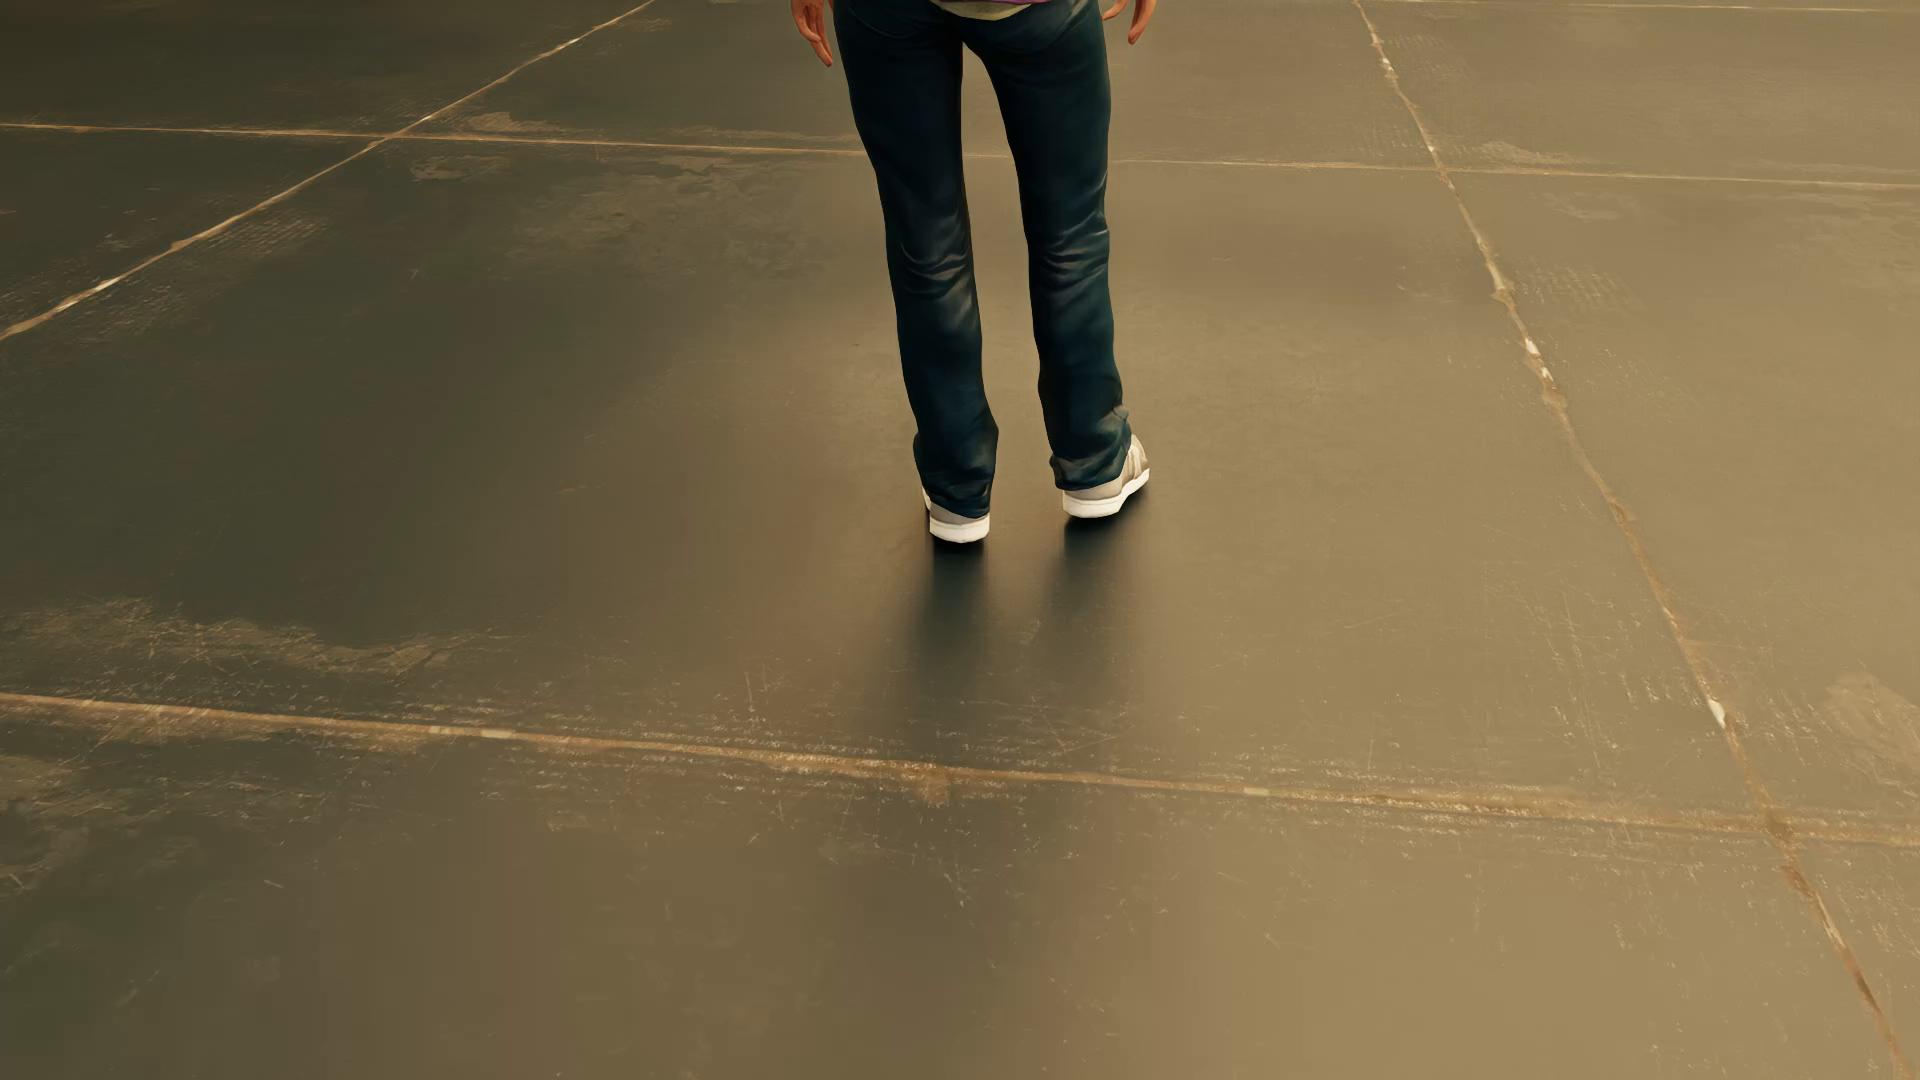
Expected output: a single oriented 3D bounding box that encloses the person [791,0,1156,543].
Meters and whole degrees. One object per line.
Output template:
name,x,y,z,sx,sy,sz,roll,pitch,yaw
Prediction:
person,0.024,-0.753,2.204,0.520,1.597,0.476,3,27,7
